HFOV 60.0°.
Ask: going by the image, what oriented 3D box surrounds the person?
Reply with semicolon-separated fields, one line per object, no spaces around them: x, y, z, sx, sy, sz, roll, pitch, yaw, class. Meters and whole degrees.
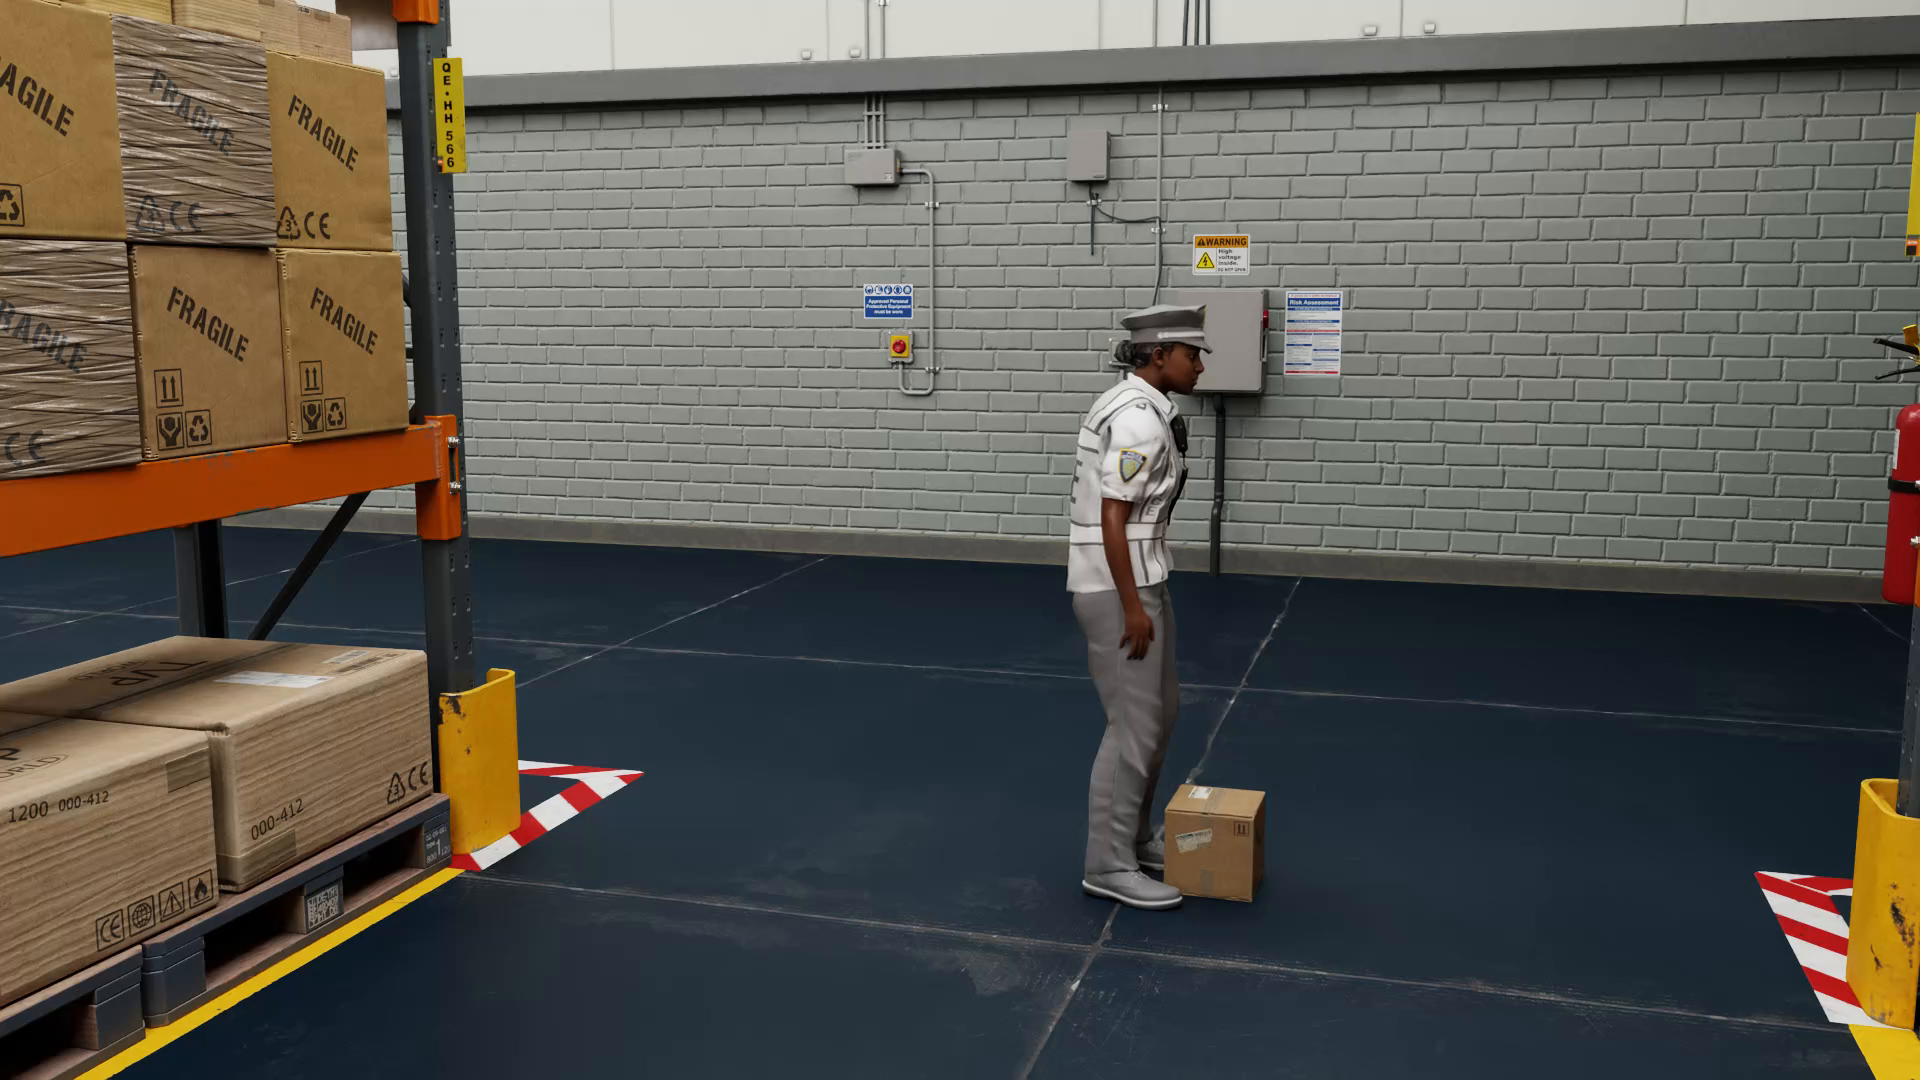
0.503;0.165;4.733;0.395;1.658;0.523;2;9;13;person
